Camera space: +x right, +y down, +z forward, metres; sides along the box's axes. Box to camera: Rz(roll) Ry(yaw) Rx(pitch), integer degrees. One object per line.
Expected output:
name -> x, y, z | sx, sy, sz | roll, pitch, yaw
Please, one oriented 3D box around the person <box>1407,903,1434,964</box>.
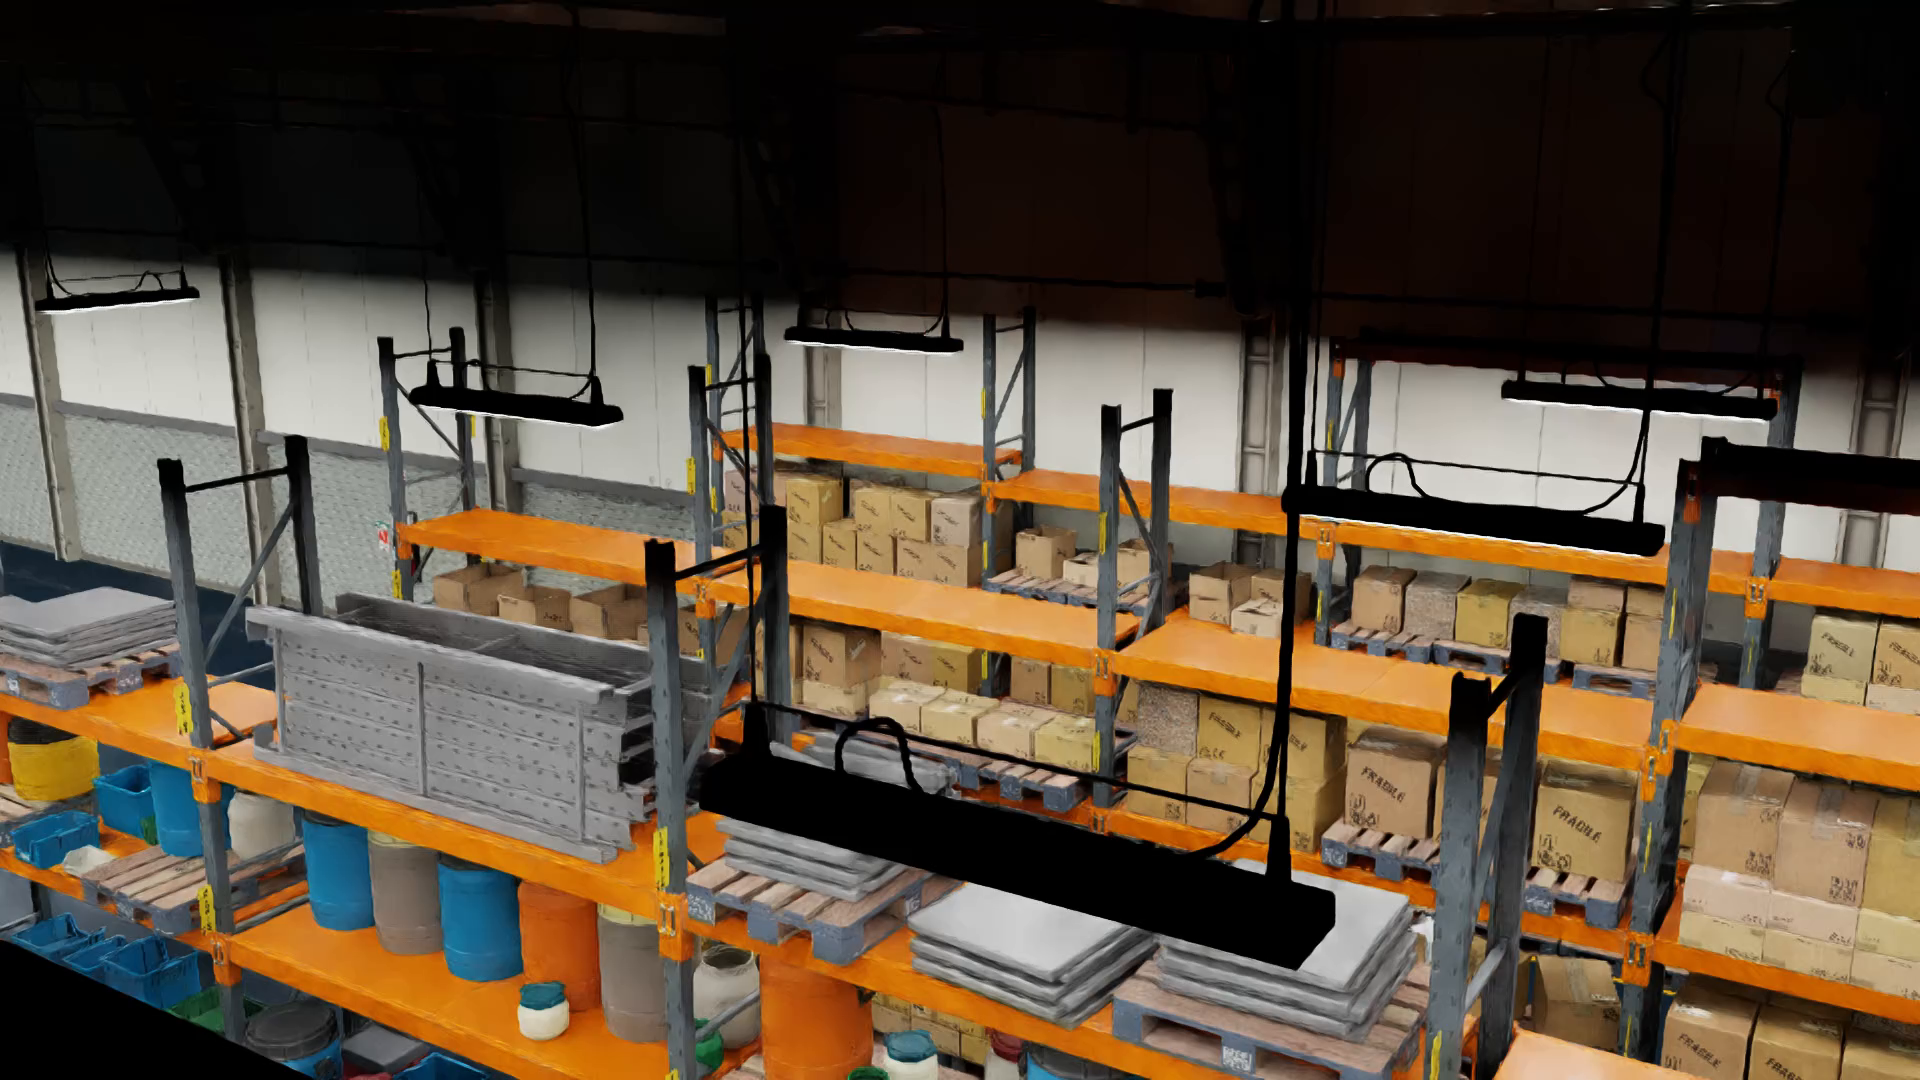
person -> 3.913, 3.791, 14.333 | 1.115, 1.700, 0.543 | 9, 17, 33
